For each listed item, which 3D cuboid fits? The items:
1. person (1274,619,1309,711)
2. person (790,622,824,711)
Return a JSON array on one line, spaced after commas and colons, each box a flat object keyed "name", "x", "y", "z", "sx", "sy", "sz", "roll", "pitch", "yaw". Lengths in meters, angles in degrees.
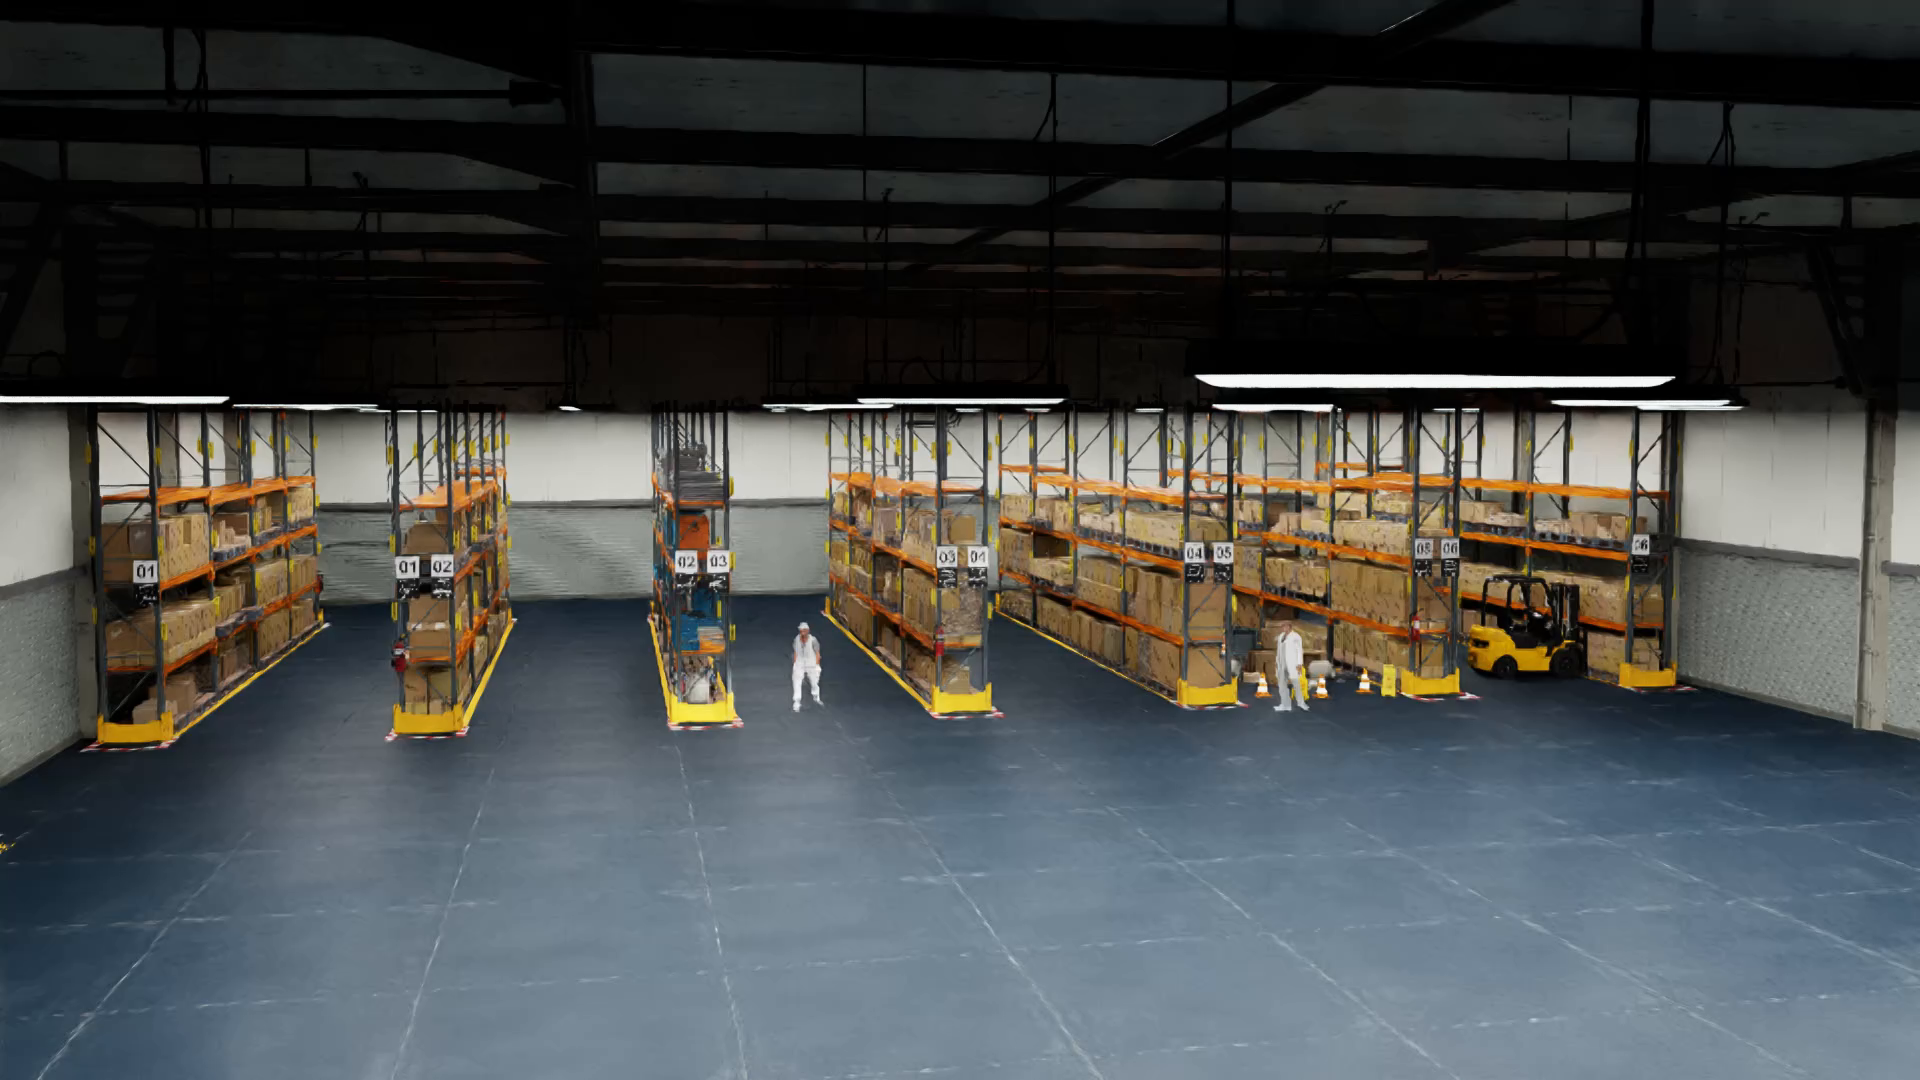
[{"name": "person", "x": 6.415, "y": 2.415, "z": 32.232, "sx": 0.595, "sy": 1.768, "sz": 0.692, "roll": -4, "pitch": 6, "yaw": -42}, {"name": "person", "x": -2.981, "y": 2.435, "z": 32.268, "sx": 0.596, "sy": 1.733, "sz": 0.987, "roll": 1, "pitch": 4, "yaw": 8}]
